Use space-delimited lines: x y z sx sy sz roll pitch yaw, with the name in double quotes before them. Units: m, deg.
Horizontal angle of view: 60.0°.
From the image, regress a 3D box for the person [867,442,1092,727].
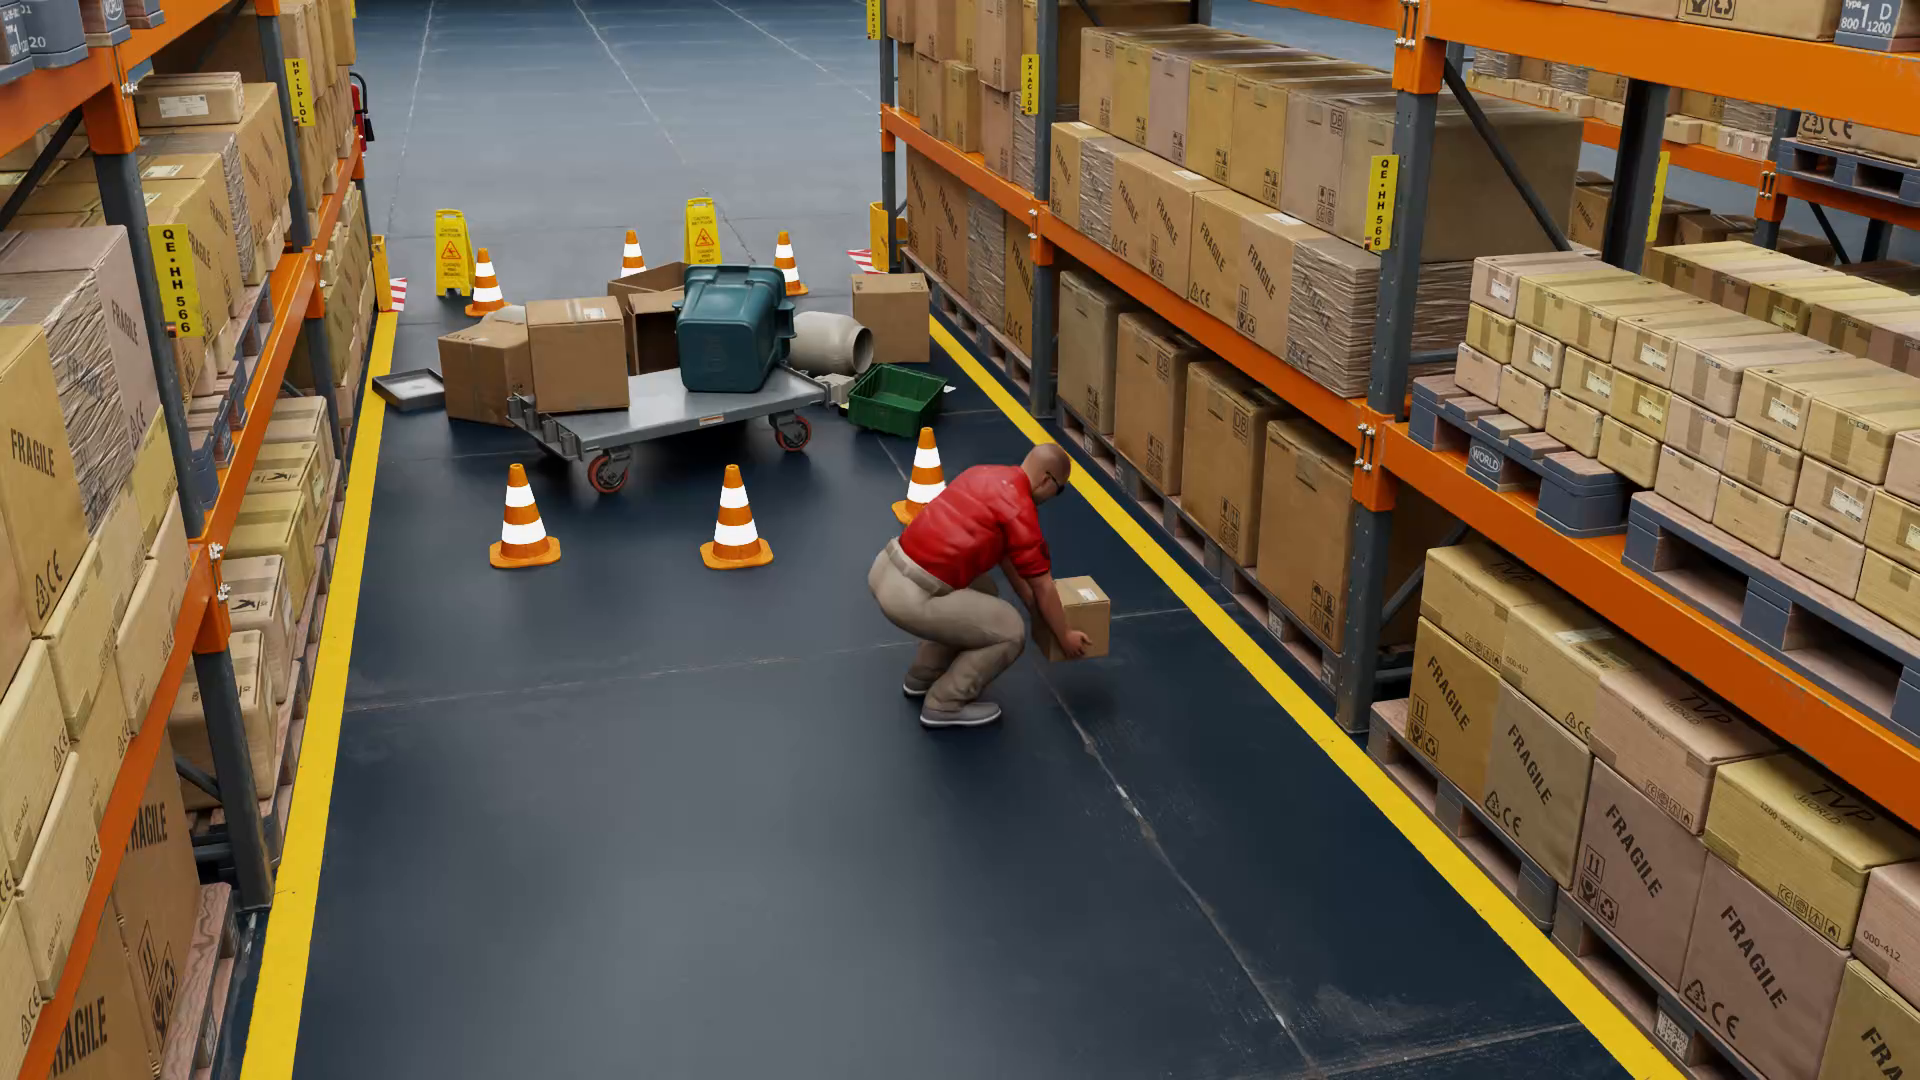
"person" 0.061 0.157 6.606 0.857 1.064 0.573 -6 24 -14
